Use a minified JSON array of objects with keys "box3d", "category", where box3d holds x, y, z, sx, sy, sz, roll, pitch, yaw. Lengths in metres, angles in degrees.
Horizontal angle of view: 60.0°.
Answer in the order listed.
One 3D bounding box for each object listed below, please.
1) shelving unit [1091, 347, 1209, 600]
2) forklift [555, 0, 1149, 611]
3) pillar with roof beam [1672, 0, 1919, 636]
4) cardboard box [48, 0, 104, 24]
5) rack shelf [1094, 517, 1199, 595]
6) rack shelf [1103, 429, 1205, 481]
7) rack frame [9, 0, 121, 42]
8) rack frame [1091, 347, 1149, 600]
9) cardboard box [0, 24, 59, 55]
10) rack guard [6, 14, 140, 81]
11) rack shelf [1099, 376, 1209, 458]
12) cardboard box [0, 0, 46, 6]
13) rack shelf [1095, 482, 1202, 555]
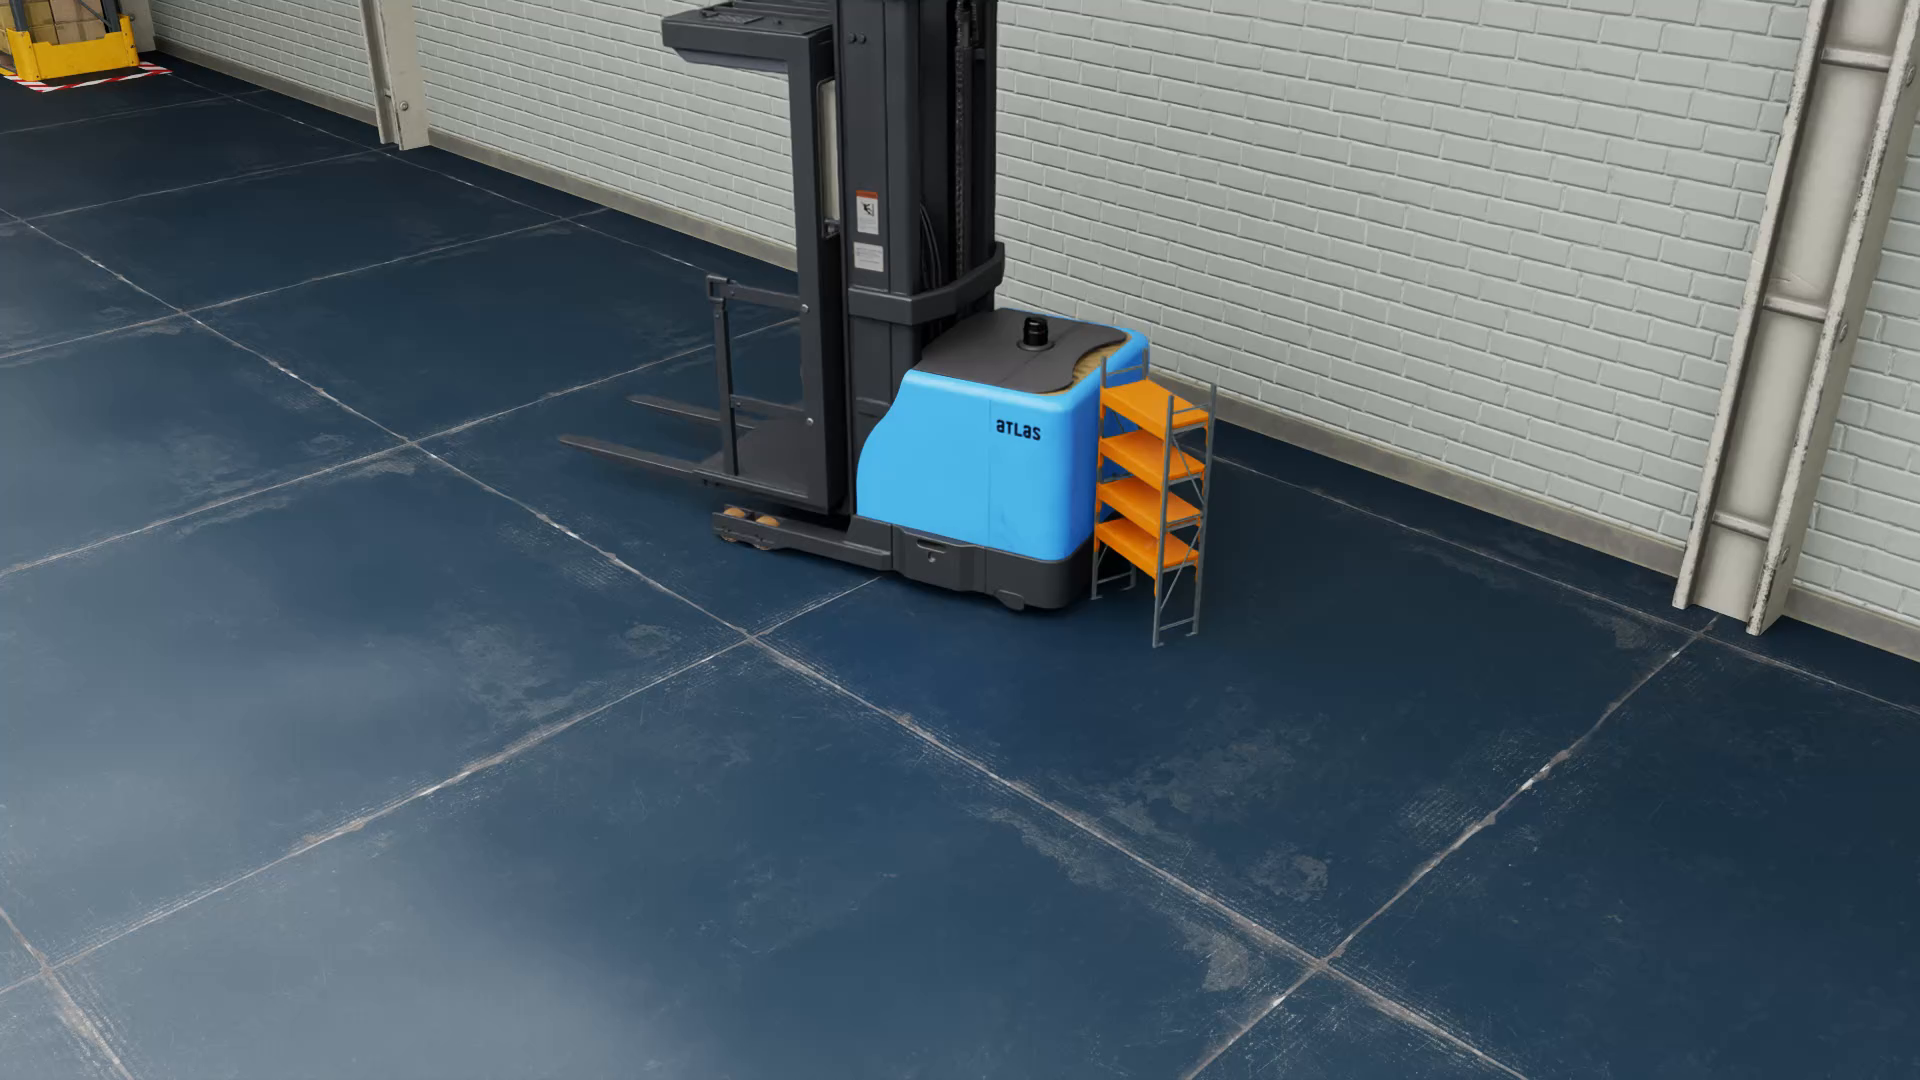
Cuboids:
[{"box3d":[0.835,-0.186,7.315,0.258,1.200,0.492,-15,31,-26],"category":"shelving unit"},{"box3d":[-0.647,-1.448,7.854,3.031,2.935,1.130,14,31,24],"category":"forklift"},{"box3d":[0.515,-2.239,2.840,0.400,9.000,9.100,25,36,38],"category":"pillar with roof beam"},{"box3d":[-9.627,-5.772,17.971,0.500,0.250,0.500,-25,36,-38],"category":"cardboard box"},{"box3d":[0.838,0.051,7.435,0.258,0.148,0.480,-15,31,-26],"category":"rack shelf"},{"box3d":[0.838,-0.370,7.213,0.221,0.021,0.457,-15,31,-26],"category":"rack shelf"},{"box3d":[-15.431,-8.735,18.622,12.086,5.808,5.935,25,36,38],"category":"rack frame"},{"box3d":[0.717,-0.283,7.499,0.240,1.200,0.015,-15,31,-26],"category":"rack frame"},{"box3d":[-9.994,-5.377,17.756,0.500,0.250,0.500,25,37,39],"category":"cardboard box"},{"box3d":[-9.420,-5.246,17.689,0.348,0.500,1.175,25,36,38],"category":"rack guard"},{"box3d":[0.838,-0.532,7.128,0.258,0.148,0.480,-15,31,-26],"category":"rack shelf"},{"box3d":[-9.984,-5.818,17.520,0.500,0.250,0.500,-24,36,-38],"category":"cardboard box"},{"box3d":[0.838,-0.125,7.342,0.258,0.148,0.480,-15,31,-26],"category":"rack shelf"}]
